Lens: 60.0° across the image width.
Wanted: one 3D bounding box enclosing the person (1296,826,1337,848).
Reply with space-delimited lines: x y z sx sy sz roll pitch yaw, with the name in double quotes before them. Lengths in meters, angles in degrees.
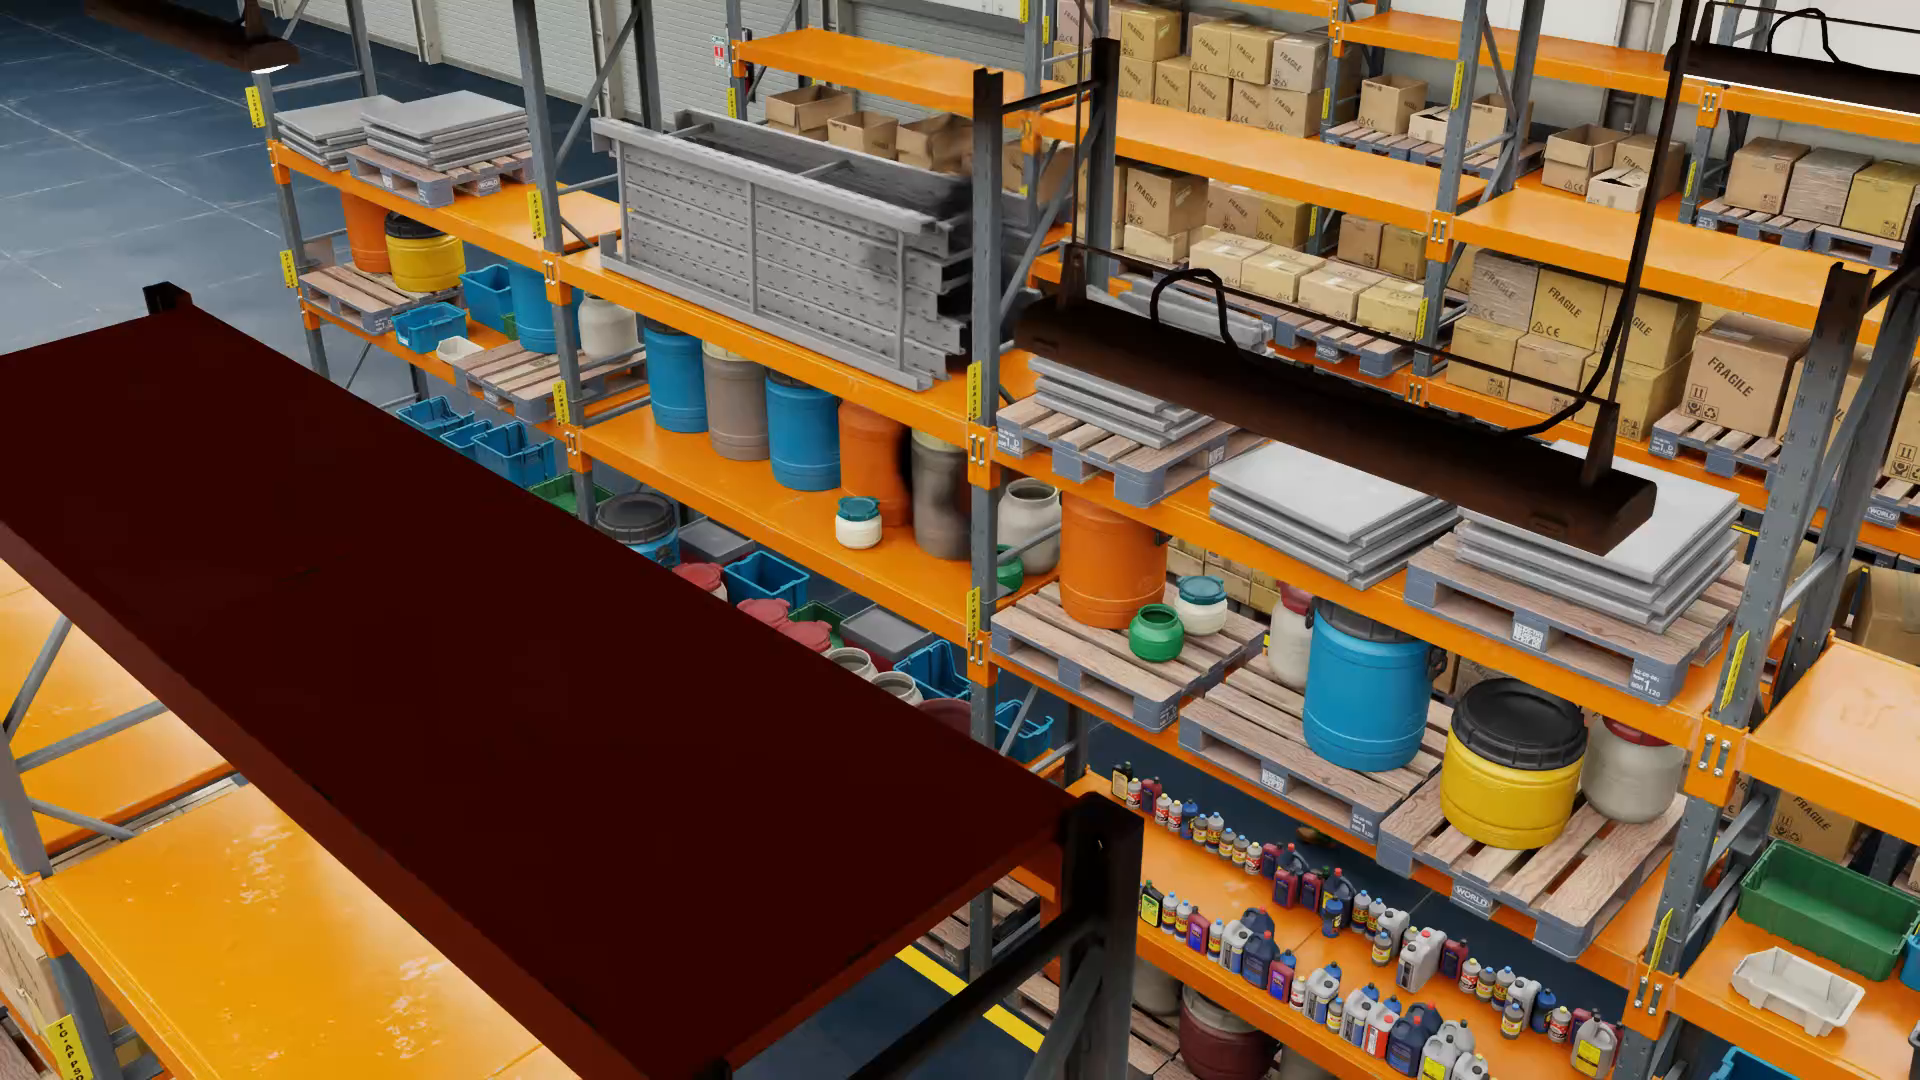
"person" 2.818 1.524 11.747 0.761 1.754 0.649 14 32 23
